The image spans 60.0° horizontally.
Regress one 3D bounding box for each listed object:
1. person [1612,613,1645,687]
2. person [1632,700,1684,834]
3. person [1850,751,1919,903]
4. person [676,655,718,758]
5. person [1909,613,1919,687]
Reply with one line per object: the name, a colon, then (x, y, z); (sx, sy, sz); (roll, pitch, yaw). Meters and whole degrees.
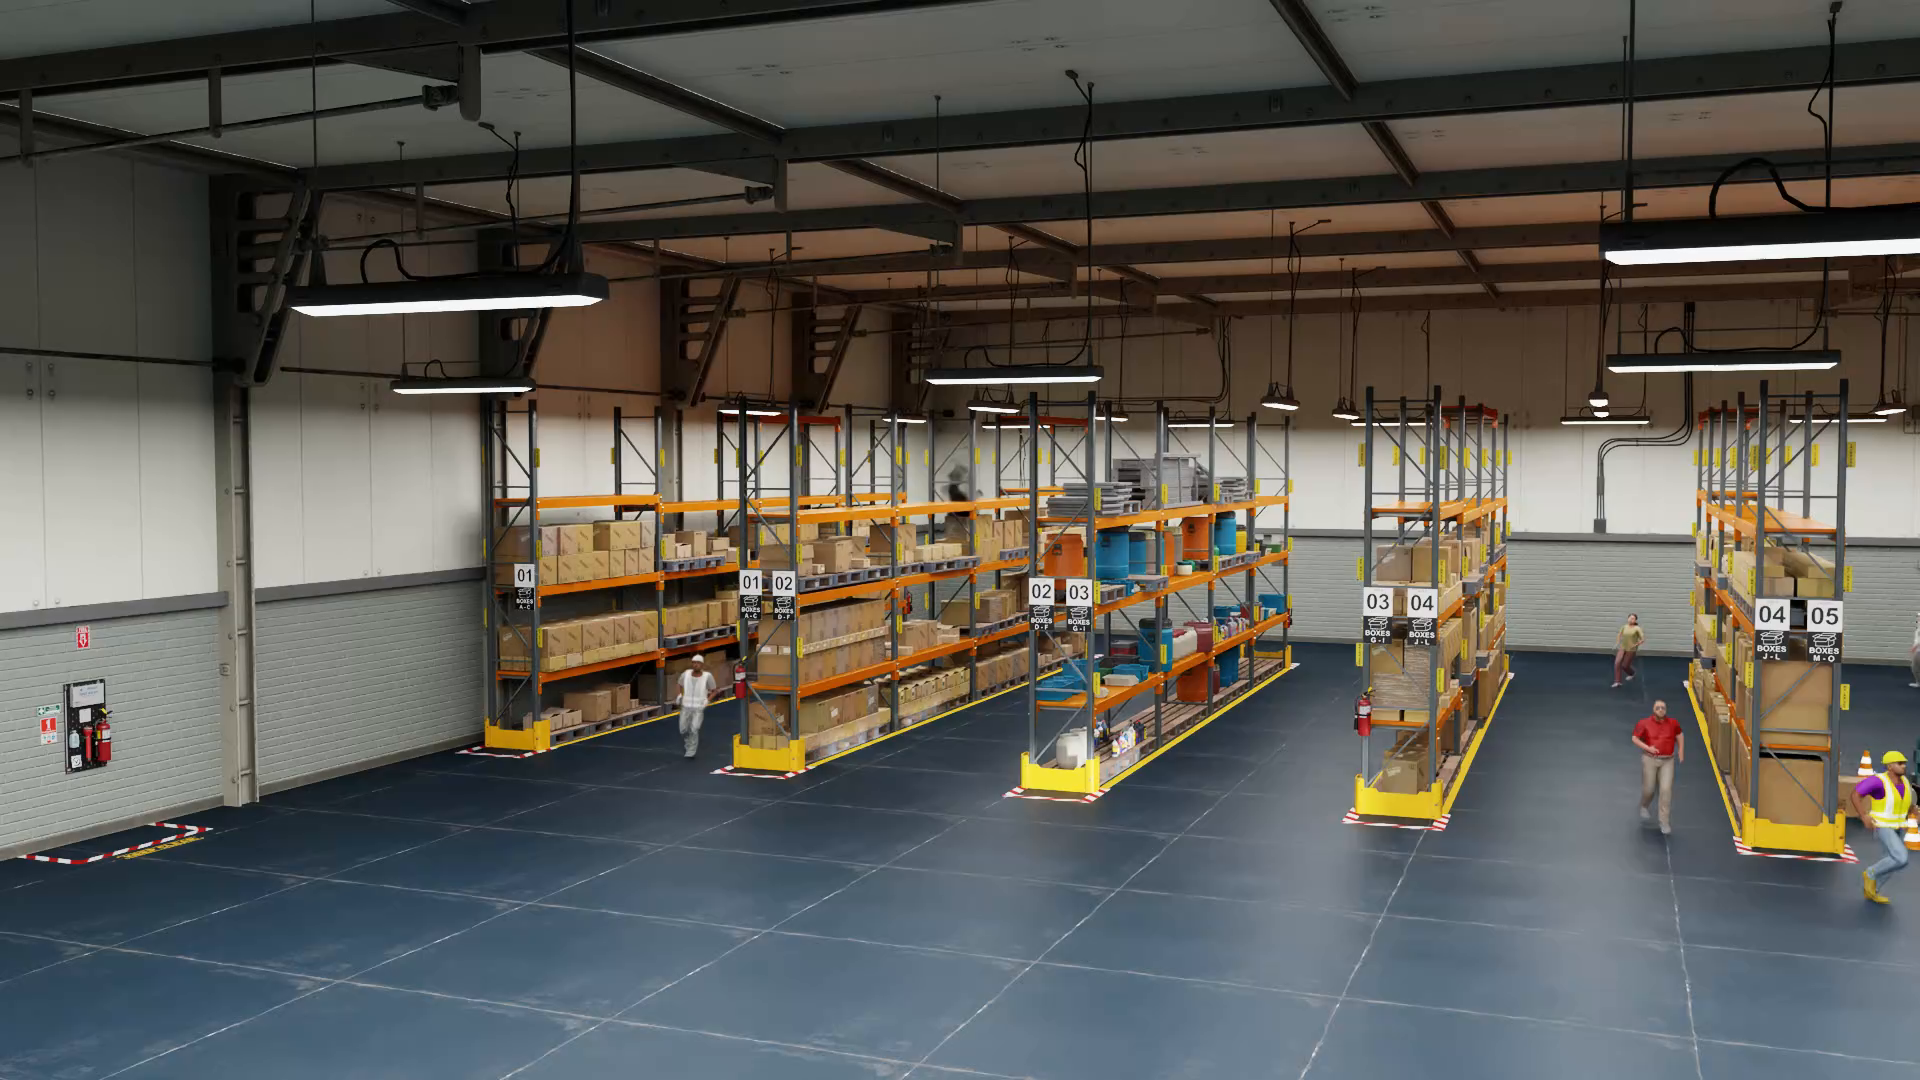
person: (14.655, 2.408, 36.378); (0.740, 1.626, 0.616); (-2, 4, -41)
person: (9.454, 3.033, 22.524); (0.686, 1.753, 0.867); (1, 3, 12)
person: (10.424, 3.216, 18.611); (0.701, 1.718, 0.598); (-1, 3, -25)
person: (-4.395, 2.778, 27.772); (0.714, 1.739, 0.595); (0, 3, 6)
person: (20.902, 2.372, 36.023); (0.562, 1.720, 0.716); (1, 3, 28)
